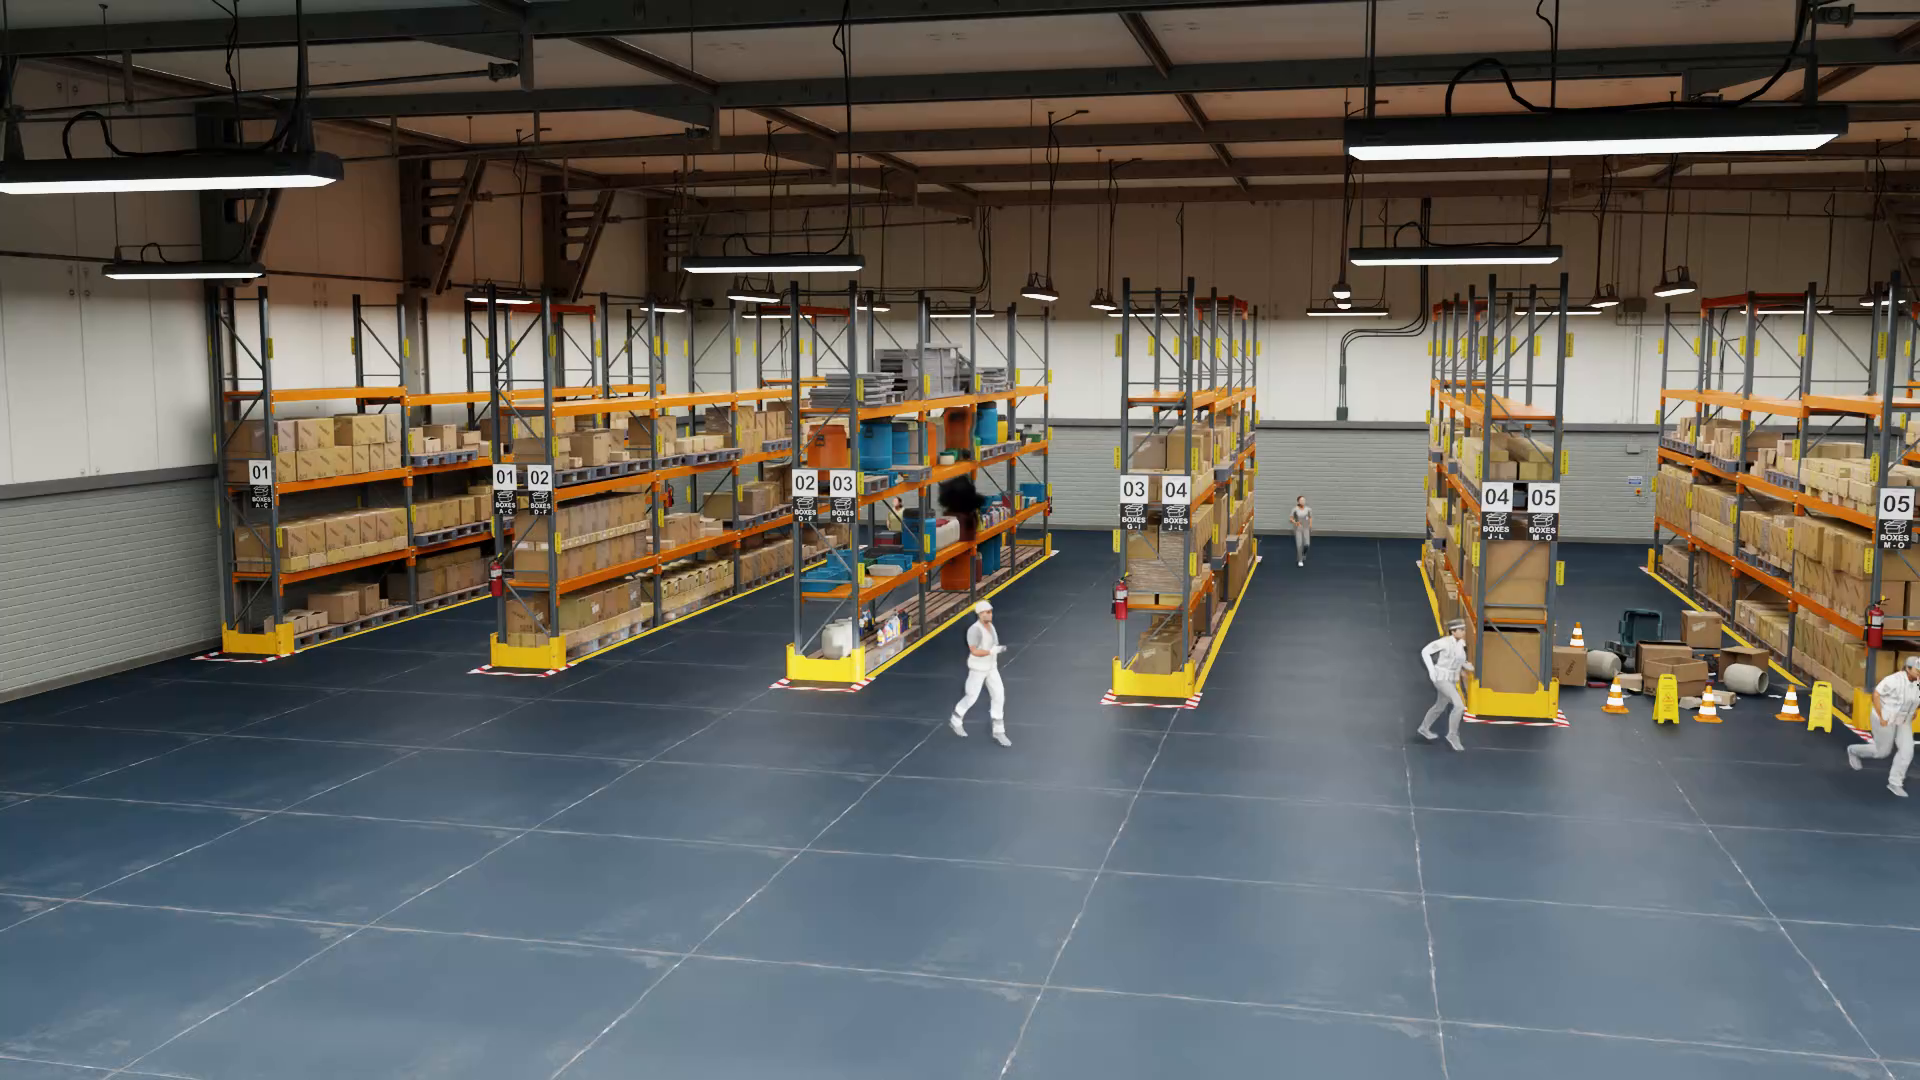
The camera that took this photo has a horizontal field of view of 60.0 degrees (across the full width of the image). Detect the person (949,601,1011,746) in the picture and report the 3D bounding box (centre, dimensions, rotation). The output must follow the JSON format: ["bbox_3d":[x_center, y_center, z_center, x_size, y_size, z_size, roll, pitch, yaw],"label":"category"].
[{"bbox_3d":[0.260,1.670,21.138,0.905,1.825,0.652,5,8,38],"label":"person"}]

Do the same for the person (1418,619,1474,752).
[{"bbox_3d":[6.097,1.792,20.951,0.637,1.688,0.793,-5,8,-37],"label":"person"}]

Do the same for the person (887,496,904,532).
[{"bbox_3d":[-1.306,-0.091,34.781,0.570,1.643,0.525,2,7,17],"label":"person"}]

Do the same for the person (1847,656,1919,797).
[{"bbox_3d":[10.584,2.073,18.944,0.610,1.624,0.941,-3,7,-22],"label":"person"}]

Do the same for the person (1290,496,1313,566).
[{"bbox_3d":[7.891,-0.209,38.363,0.557,1.631,0.556,0,7,1],"label":"person"}]
